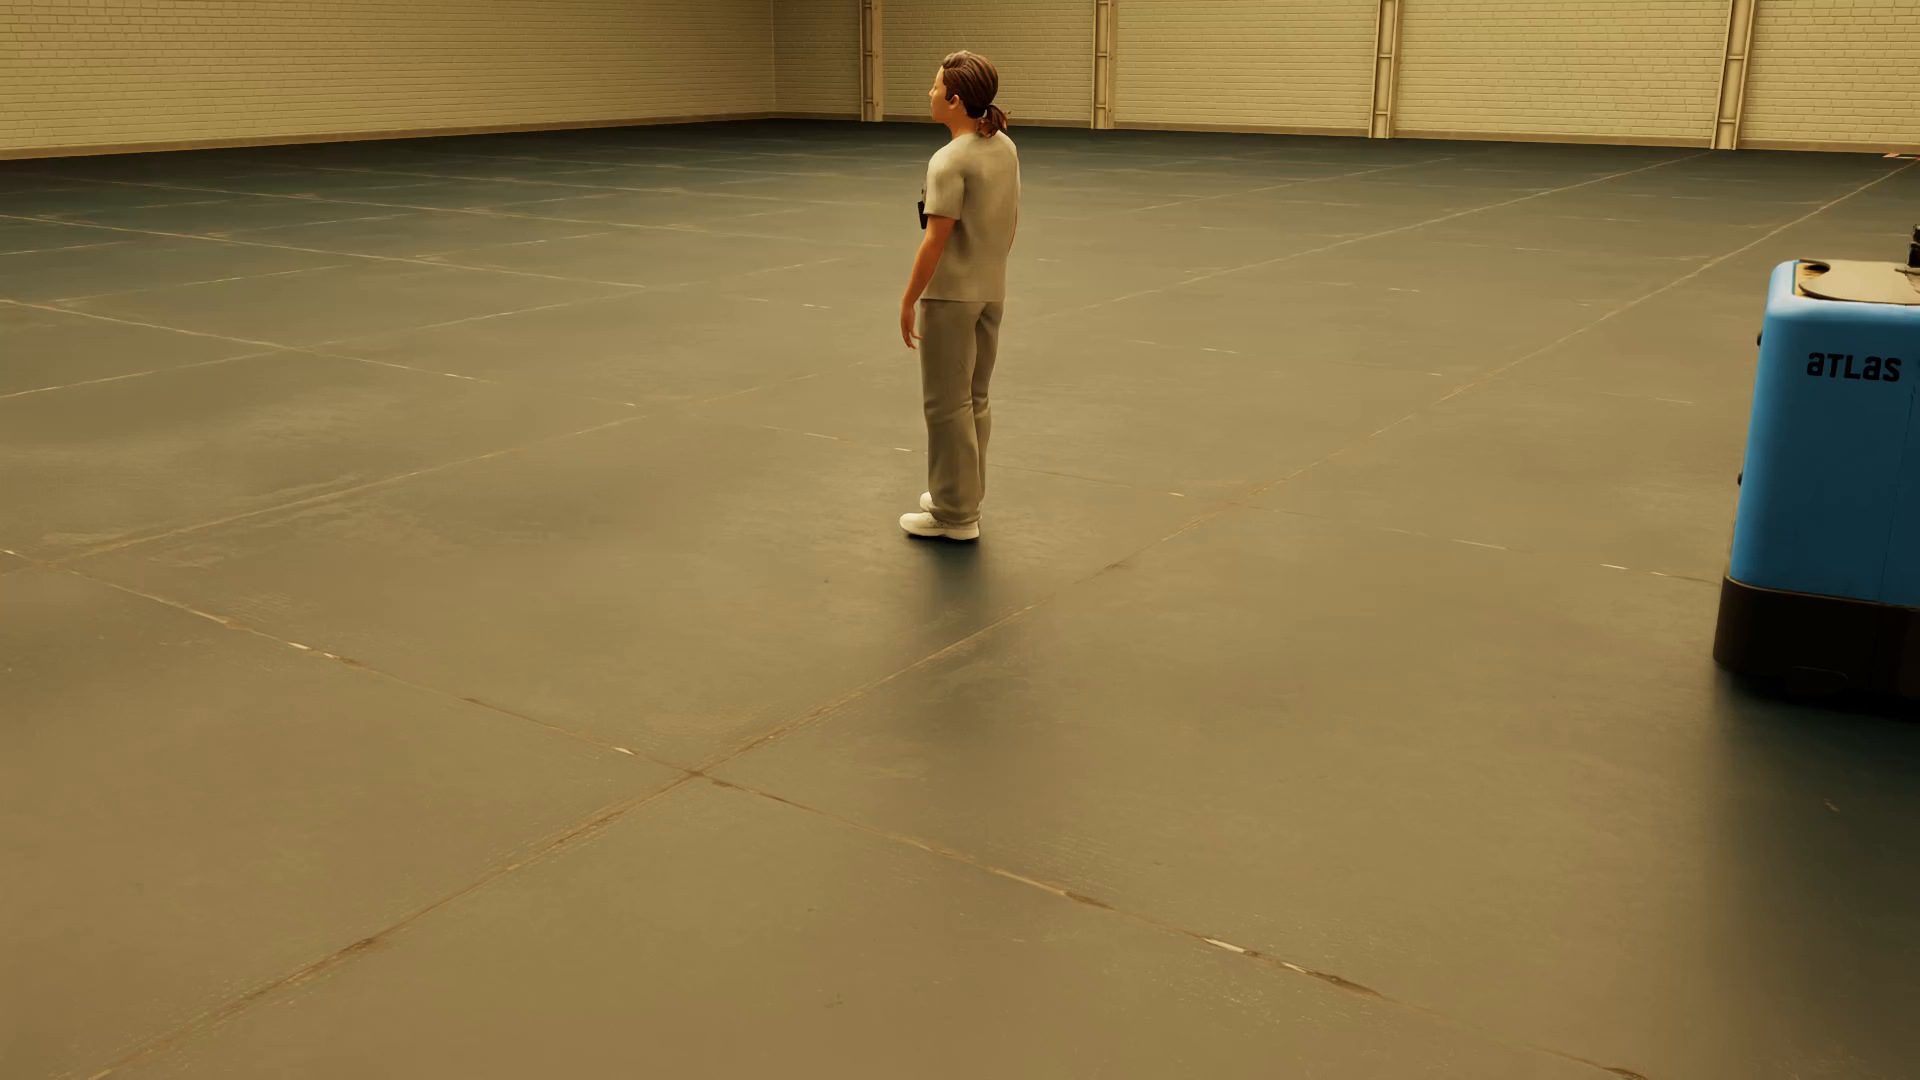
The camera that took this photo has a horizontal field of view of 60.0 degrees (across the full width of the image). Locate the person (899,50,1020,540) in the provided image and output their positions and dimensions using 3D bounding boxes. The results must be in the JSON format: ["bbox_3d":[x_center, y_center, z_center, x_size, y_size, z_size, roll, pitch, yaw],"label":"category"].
[{"bbox_3d":[-0.053,-0.825,5.757,0.548,1.673,0.549,11,20,33],"label":"person"}]

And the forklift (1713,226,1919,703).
[{"bbox_3d":[3.638,-0.931,3.946,3.031,2.935,1.130,8,18,25],"label":"forklift"}]
